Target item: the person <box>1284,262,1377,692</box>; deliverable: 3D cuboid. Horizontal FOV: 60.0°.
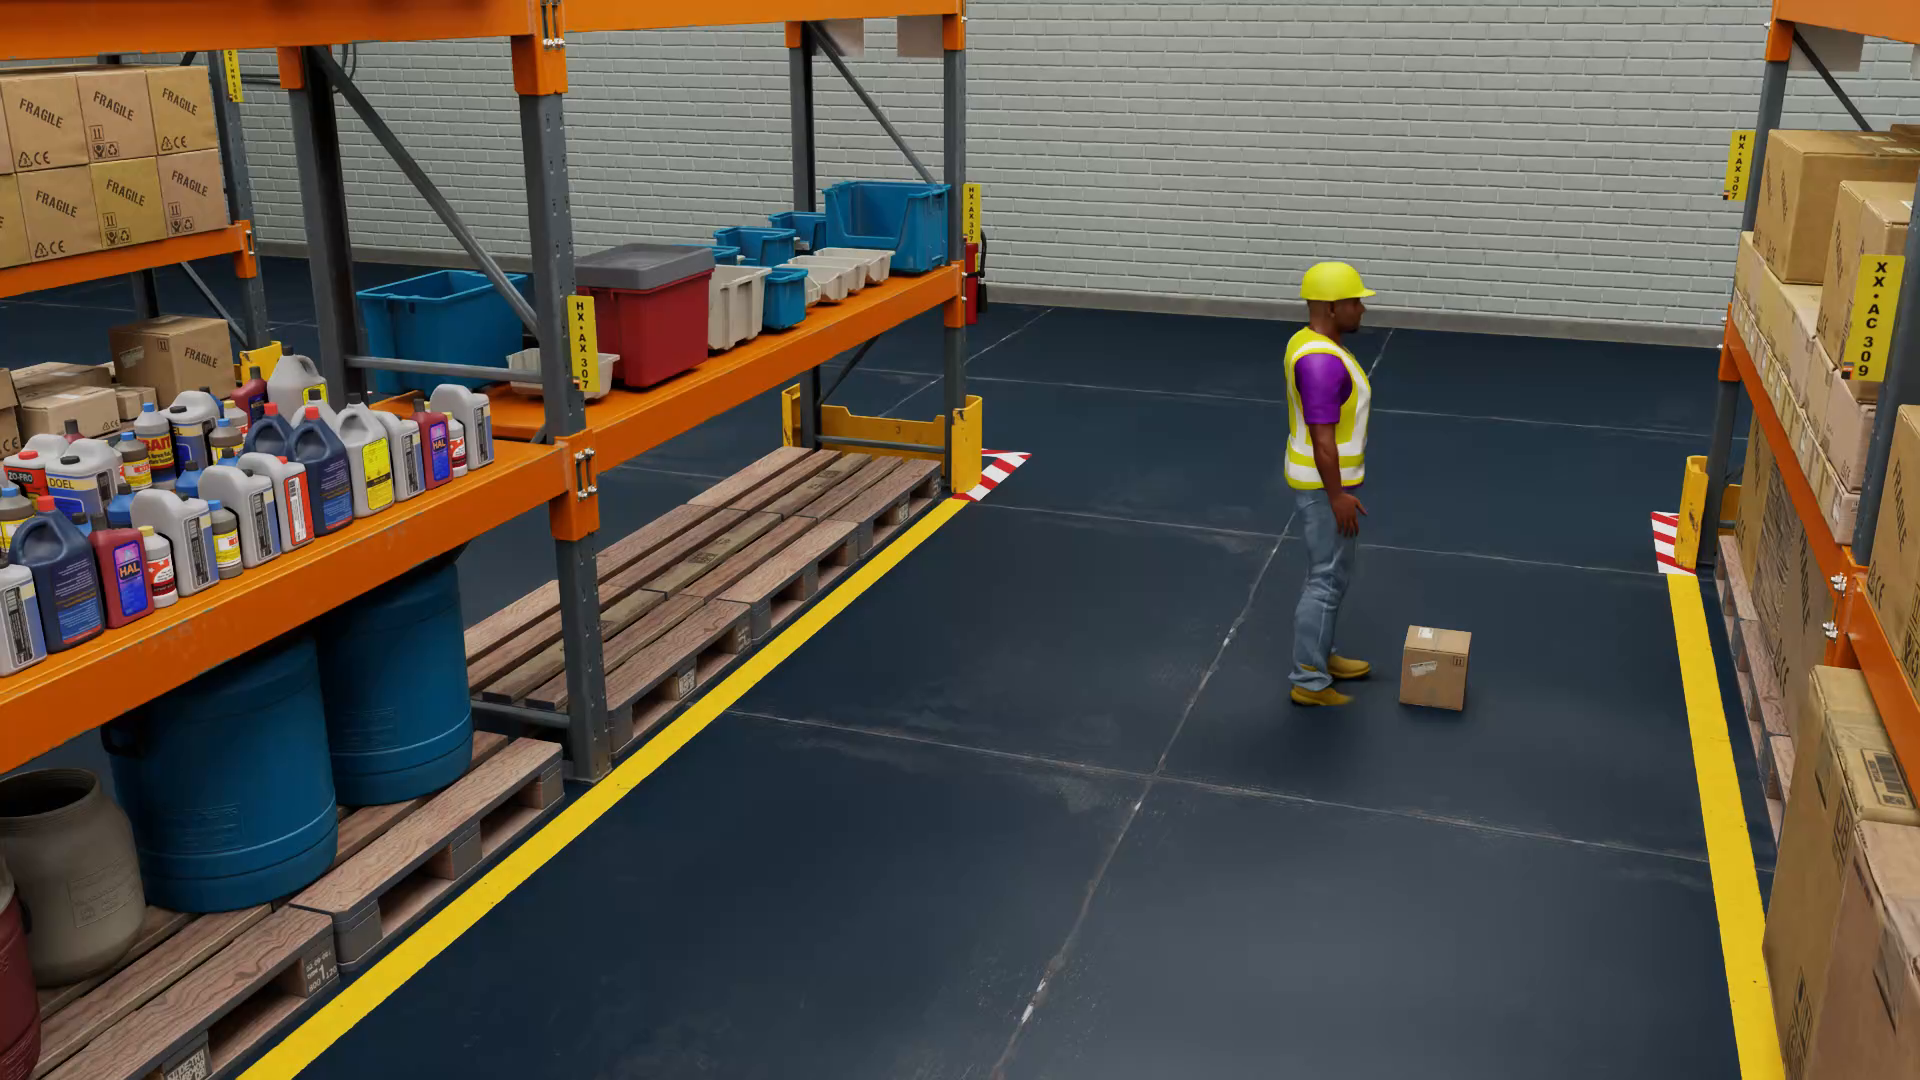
[{"bbox_3d":[1.469,-0.274,6.752,0.337,1.703,0.592,3,19,7],"label":"person"}]
